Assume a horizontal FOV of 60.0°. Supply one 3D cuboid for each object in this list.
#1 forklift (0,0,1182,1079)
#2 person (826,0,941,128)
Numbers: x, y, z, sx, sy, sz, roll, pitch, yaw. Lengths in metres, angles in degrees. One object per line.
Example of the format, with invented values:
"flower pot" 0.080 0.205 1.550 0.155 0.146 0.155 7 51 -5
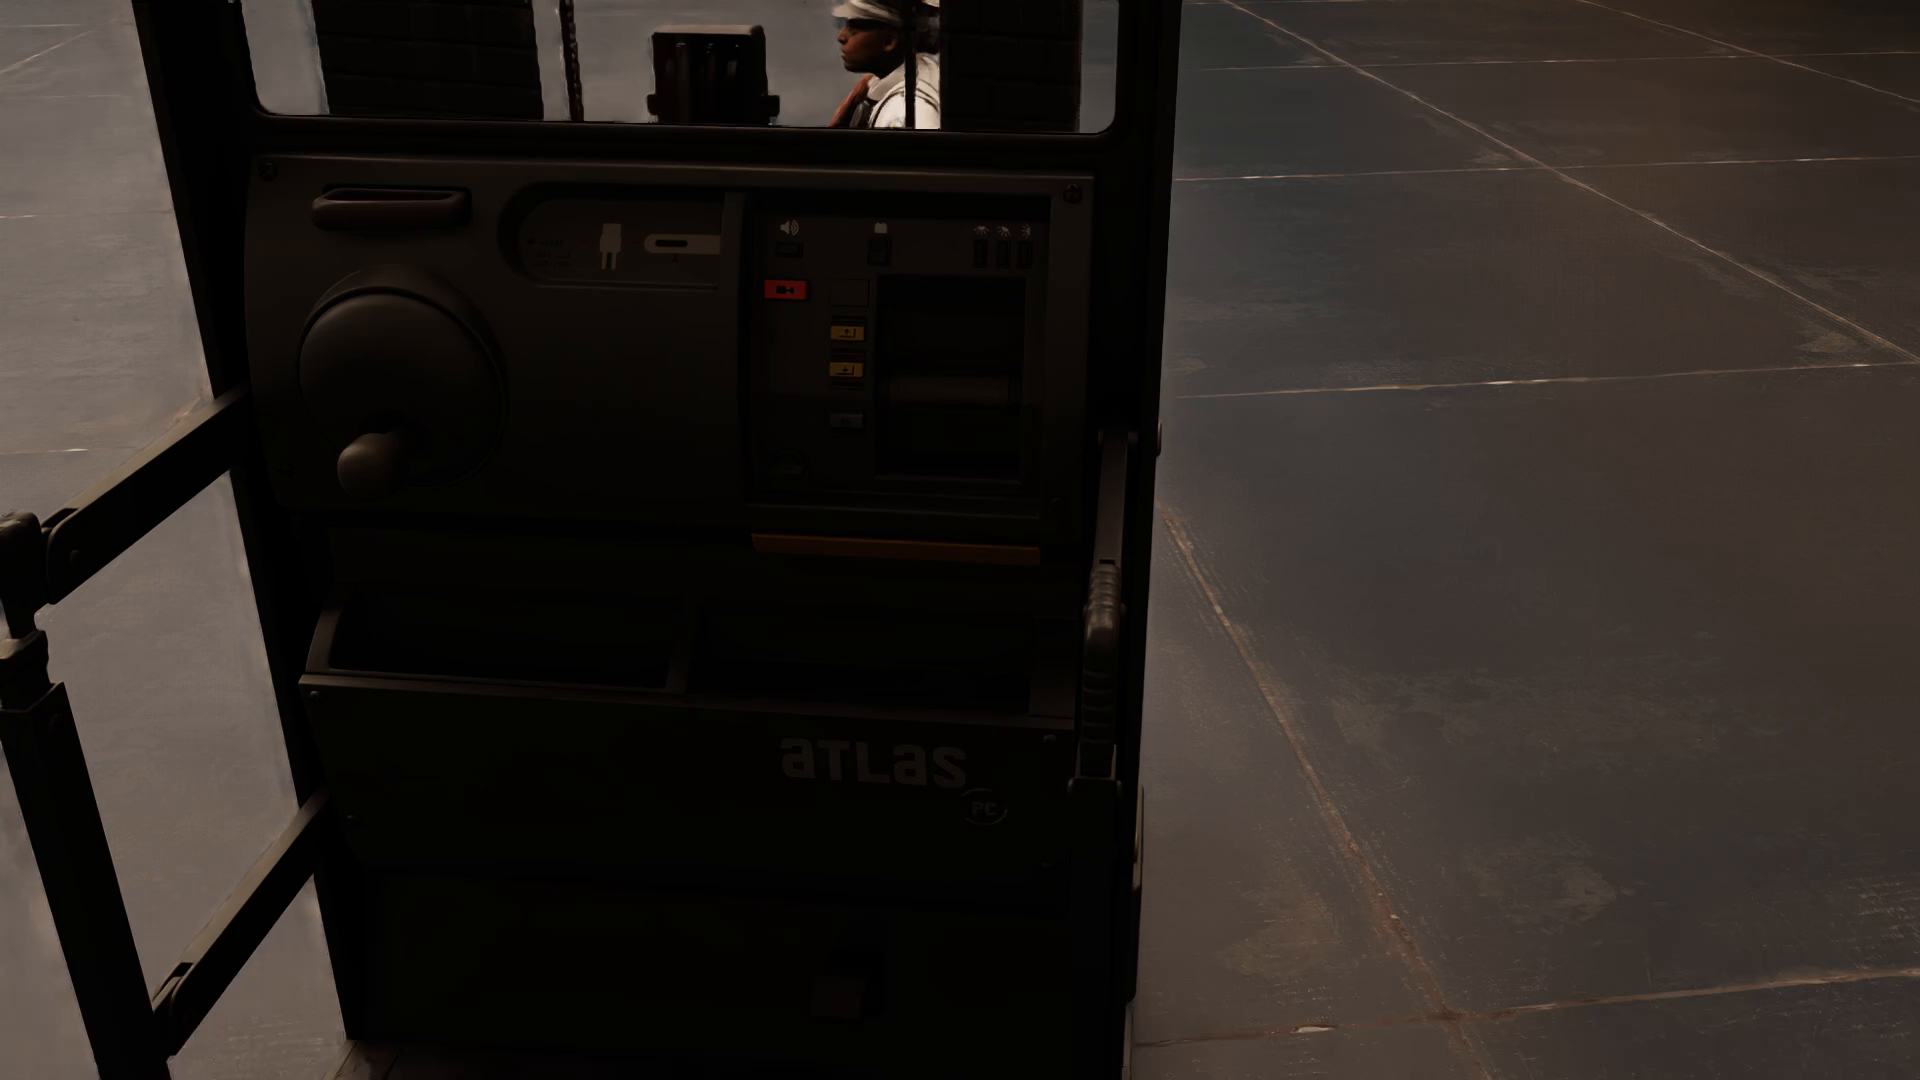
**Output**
"forklift" -0.345 -0.185 1.615 1.130 2.935 3.031 3 26 6
"person" -0.364 -0.687 4.211 0.783 1.490 1.073 -3 26 -6
